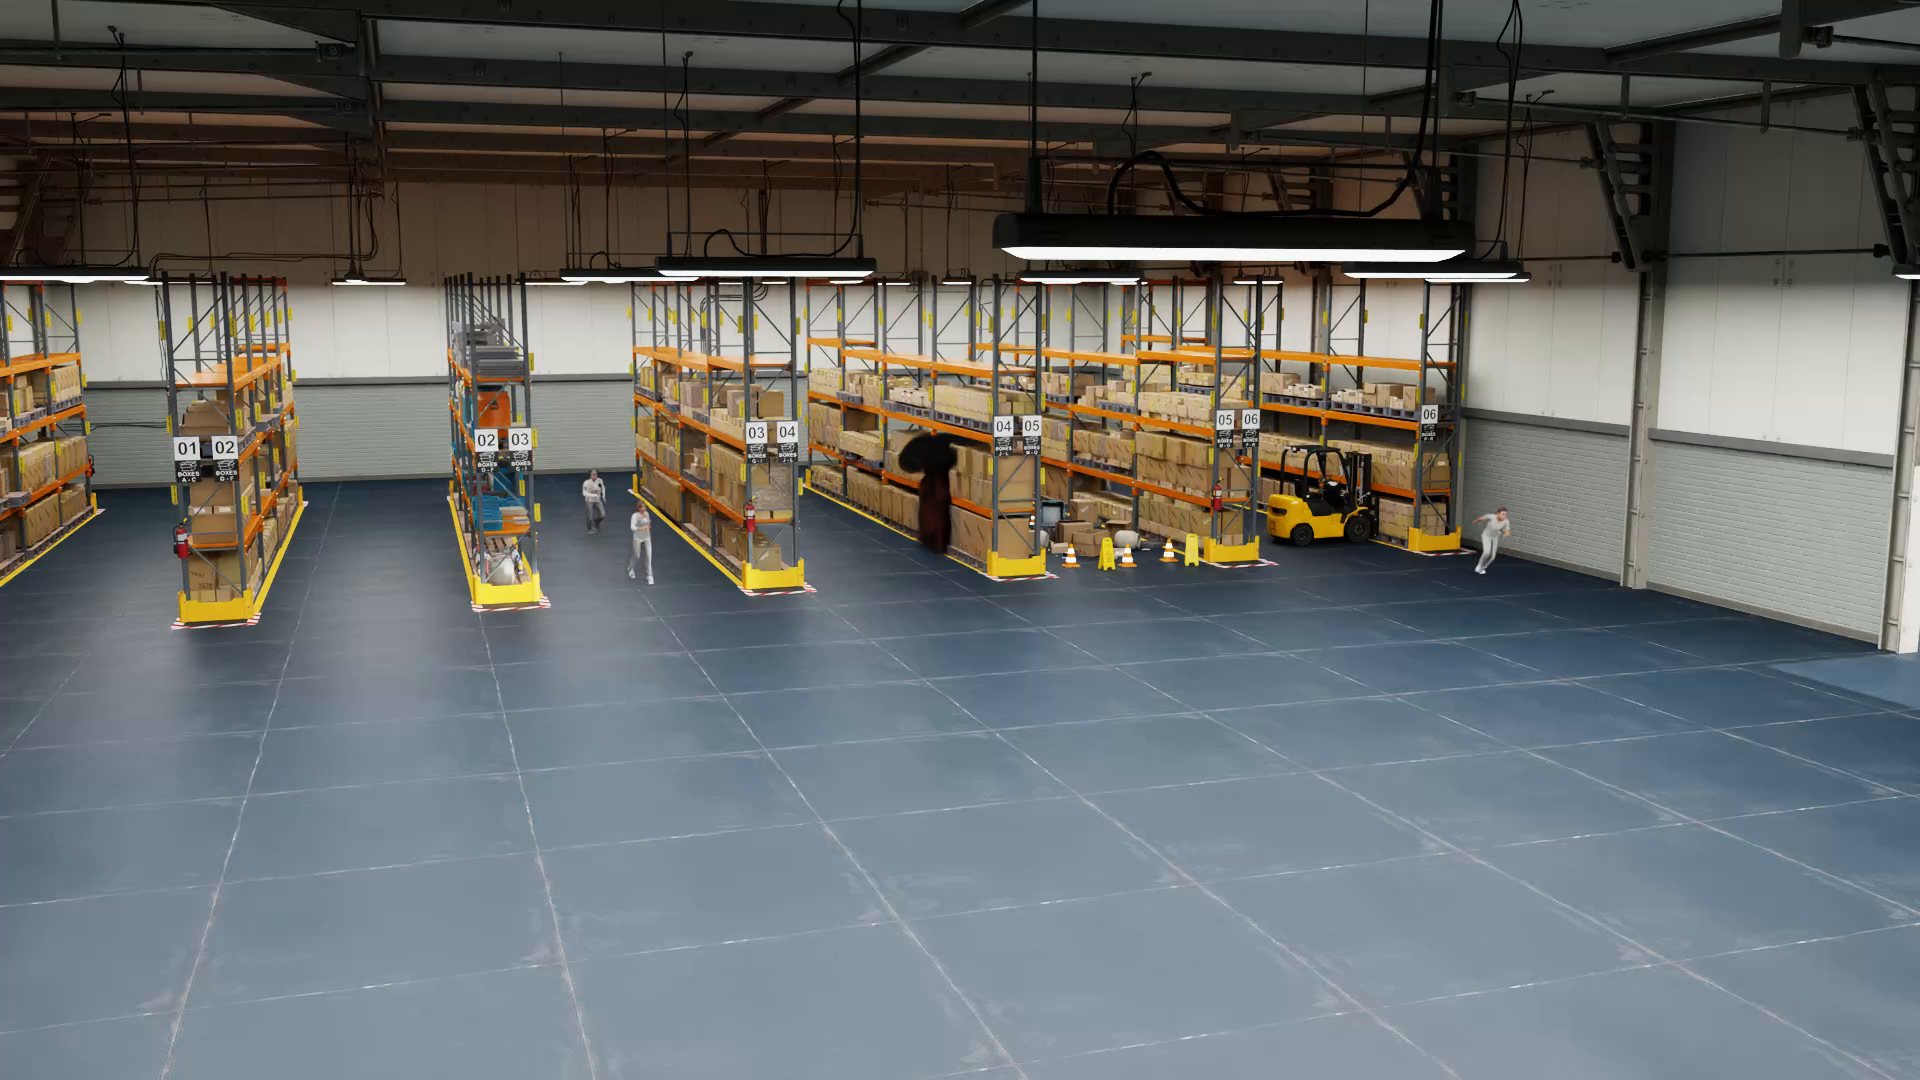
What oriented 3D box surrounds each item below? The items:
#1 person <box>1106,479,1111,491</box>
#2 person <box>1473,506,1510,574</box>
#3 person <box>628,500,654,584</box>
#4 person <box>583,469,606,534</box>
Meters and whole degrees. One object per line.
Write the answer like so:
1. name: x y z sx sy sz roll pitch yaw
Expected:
1. person: 3.898 -2.145 46.646 0.677 1.723 1.008 -5 10 -29
2. person: 10.648 0.008 33.204 0.546 1.435 0.937 -1 9 -4
3. person: -6.256 0.015 32.524 0.505 1.609 0.861 -7 11 -38
4. person: -8.533 -0.899 38.814 0.609 1.573 0.799 -6 10 -33
